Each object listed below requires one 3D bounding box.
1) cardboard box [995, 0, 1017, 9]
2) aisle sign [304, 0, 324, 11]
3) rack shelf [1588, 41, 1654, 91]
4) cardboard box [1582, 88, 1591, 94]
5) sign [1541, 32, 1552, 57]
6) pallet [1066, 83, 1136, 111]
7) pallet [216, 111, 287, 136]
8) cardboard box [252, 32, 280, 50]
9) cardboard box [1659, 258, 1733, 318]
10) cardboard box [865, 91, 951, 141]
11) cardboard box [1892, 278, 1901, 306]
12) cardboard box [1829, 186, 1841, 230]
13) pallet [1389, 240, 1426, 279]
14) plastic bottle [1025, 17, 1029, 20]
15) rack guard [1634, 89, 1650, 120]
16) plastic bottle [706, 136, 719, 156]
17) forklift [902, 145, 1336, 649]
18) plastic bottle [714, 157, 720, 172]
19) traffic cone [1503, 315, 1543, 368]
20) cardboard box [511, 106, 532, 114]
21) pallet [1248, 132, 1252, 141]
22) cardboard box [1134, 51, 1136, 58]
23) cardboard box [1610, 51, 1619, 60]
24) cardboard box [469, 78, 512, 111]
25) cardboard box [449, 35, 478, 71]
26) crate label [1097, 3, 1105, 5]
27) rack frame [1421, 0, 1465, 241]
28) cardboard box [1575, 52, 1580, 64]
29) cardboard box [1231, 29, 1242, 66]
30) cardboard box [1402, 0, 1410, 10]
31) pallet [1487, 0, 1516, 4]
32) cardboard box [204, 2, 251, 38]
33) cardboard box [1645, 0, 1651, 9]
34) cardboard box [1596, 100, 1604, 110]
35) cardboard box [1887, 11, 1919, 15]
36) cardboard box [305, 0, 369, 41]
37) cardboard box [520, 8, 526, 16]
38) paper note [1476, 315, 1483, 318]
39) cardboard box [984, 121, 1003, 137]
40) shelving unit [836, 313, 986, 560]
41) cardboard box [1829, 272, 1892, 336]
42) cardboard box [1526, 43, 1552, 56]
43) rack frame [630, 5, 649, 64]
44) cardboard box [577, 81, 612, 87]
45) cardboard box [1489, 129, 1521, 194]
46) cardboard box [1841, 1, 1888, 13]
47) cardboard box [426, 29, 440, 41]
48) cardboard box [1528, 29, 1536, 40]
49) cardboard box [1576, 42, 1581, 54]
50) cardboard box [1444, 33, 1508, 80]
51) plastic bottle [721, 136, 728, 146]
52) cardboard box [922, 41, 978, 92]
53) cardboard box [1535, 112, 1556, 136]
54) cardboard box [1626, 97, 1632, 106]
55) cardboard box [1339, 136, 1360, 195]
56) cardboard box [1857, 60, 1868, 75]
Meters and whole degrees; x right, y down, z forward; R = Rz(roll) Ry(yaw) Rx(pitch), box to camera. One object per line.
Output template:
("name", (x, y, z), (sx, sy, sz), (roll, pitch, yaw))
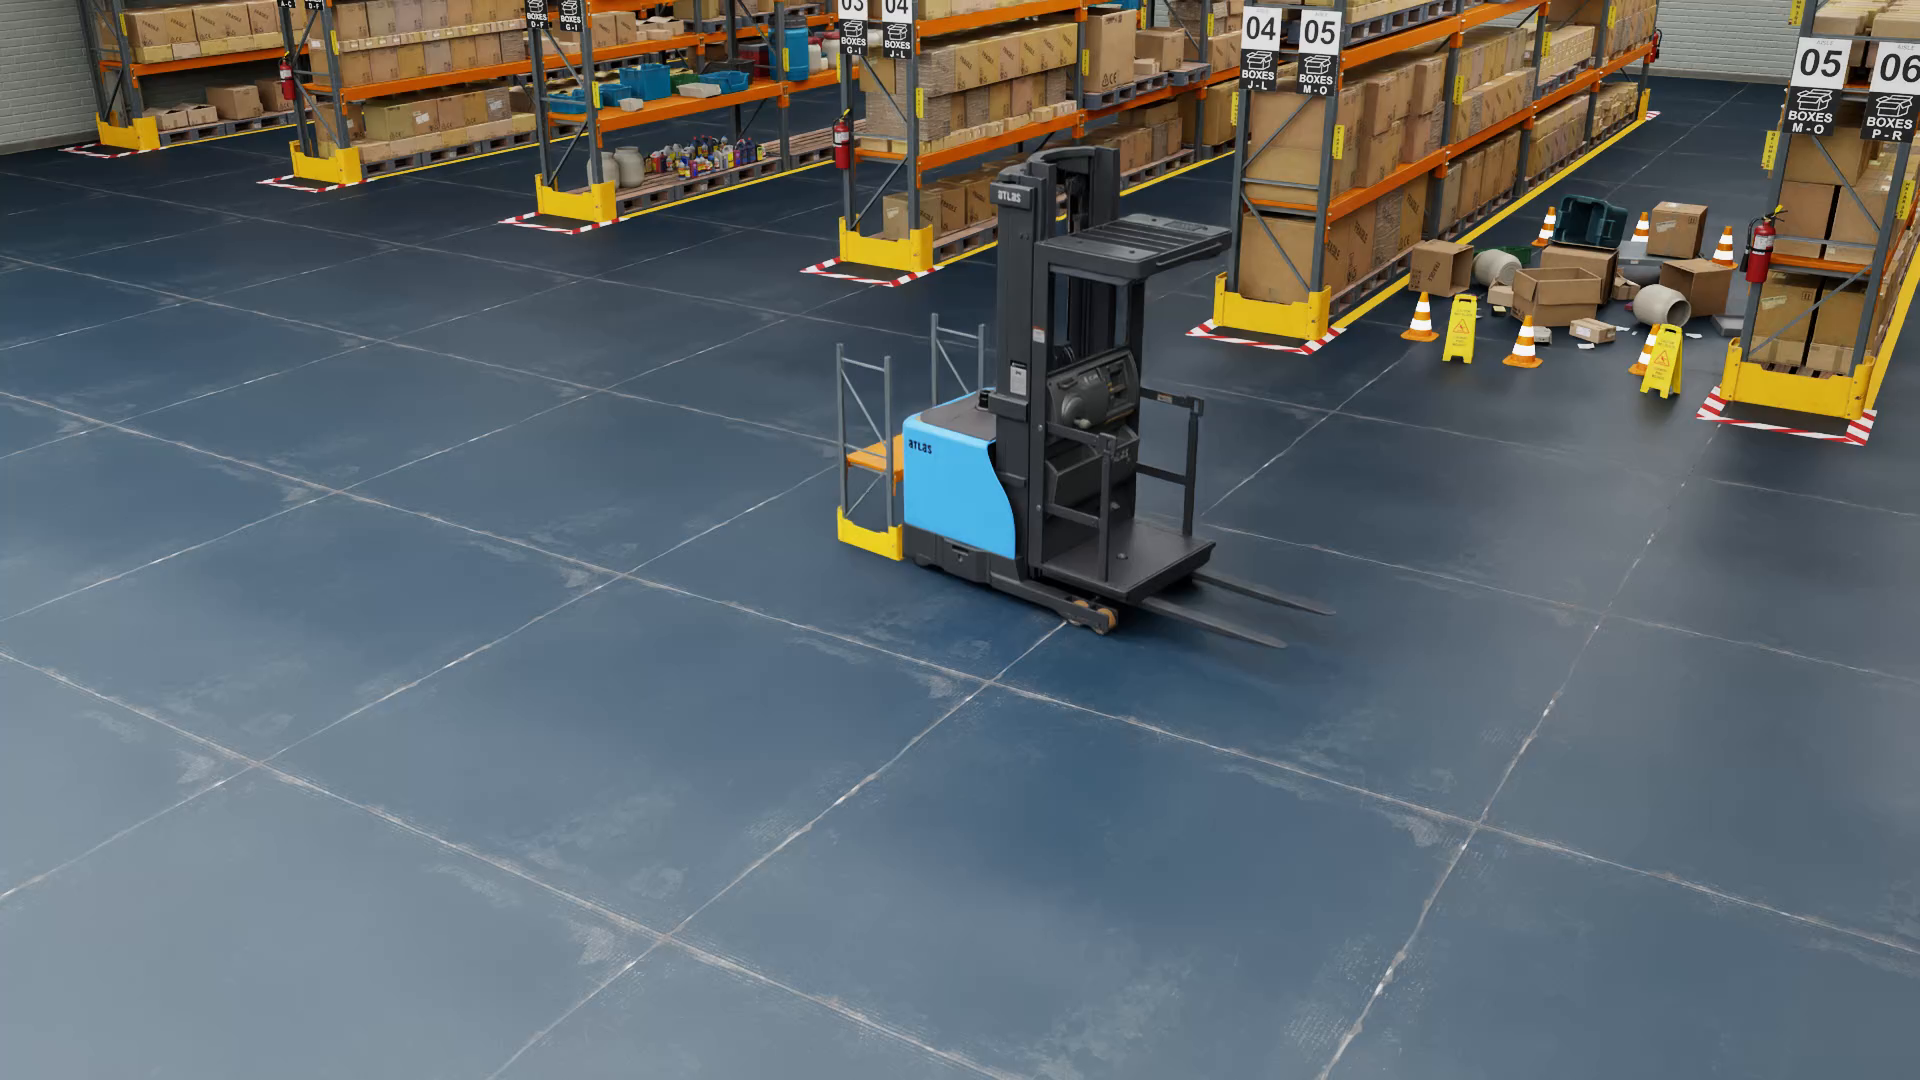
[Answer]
("cardboard box", (0.353, -6.594, 20.120), (0.500, 0.250, 0.500), (15, 27, 30))
("aisle sign", (-9.111, -7.844, 23.321), (0.394, 0.787, 0.004), (14, 27, 29))
("rack shelf", (10.623, -7.981, 27.816), (1.077, 0.370, 4.000), (14, 27, 29))
("cardboard box", (10.613, -7.669, 28.501), (0.380, 0.149, 0.250), (15, 28, 31))
("sign", (7.931, -6.703, 22.499), (0.100, 0.325, 0.005), (14, 27, 29))
("pallet", (1.714, -6.149, 22.920), (1.003, 0.211, 1.213), (14, 27, 29))
("pallet", (-12.404, -7.197, 28.609), (1.003, 0.211, 1.213), (14, 27, 29))
("cardboard box", (-11.951, -8.501, 28.276), (0.500, 0.250, 0.500), (14, 27, 29))
("cardboard box", (7.885, -2.711, 17.879), (0.500, 0.500, 0.500), (-7, 24, -17))
("cardboard box", (-0.609, -5.022, 19.575), (0.875, 0.500, 0.500), (14, 27, 29))
("cardboard box", (9.523, -2.608, 17.431), (0.500, 0.250, 0.500), (15, 28, 31))
("cardboard box", (7.817, -3.174, 15.307), (0.500, 0.500, 0.500), (14, 27, 29))
("pallet", (4.880, -3.416, 19.876), (1.003, 0.211, 1.213), (14, 27, 29))
("plastic bottle", (1.266, -9.490, 30.552), (0.152, 0.276, 0.135), (14, 27, 29))
("rack guard", (11.638, -7.814, 29.670), (1.175, 0.500, 0.348), (14, 27, 29))
("plastic bottle", (-3.676, -5.818, 24.695), (0.144, 0.351, 0.185), (14, 27, 29))
("forklift", (1.039, -0.969, 10.798), (3.031, 2.935, 1.130), (19, 30, 36))
("plastic bottle", (-3.515, -5.414, 23.950), (0.097, 0.201, 0.097), (0, 23, 0))
("traffic cone", (5.505, -1.952, 16.177), (0.336, 0.463, 0.334), (14, 27, 29))
("cardboard box", (-7.254, -7.219, 28.082), (0.500, 0.250, 0.500), (14, 27, 28))
("pallet", (4.422, -6.741, 27.555), (1.003, 0.211, 1.213), (14, 27, 29))
("cardboard box", (2.023, -6.854, 23.649), (0.797, 0.503, 0.637), (17, 29, 34))
("cardboard box", (10.502, -7.914, 27.071), (0.380, 0.149, 0.250), (14, 27, 30))
("cardboard box", (-7.737, -7.271, 27.259), (0.500, 0.500, 0.500), (14, 27, 29))
("cardboard box", (-7.996, -7.634, 25.983), (0.700, 0.500, 0.500), (14, 27, 30))
("crate label", (2.900, -11.034, 34.098), (0.416, 0.233, 0.303), (14, 27, 29))
("rack frame", (5.348, -4.936, 19.877), (1.000, 3.000, 0.127), (14, 27, 29))
("cardboard box", (9.124, -7.282, 25.084), (0.380, 0.149, 0.250), (12, 26, 26))
("cardboard box", (4.322, -7.861, 26.507), (0.500, 0.500, 0.500), (13, 27, 28))
("cardboard box", (4.491, -5.647, 17.404), (0.380, 0.149, 0.250), (14, 27, 29))
("pallet", (6.576, -6.970, 21.036), (1.003, 0.211, 1.213), (15, 28, 31))
("cardboard box", (-12.231, -8.671, 27.724), (0.500, 0.500, 0.500), (15, 27, 31))
("cardboard box", (11.380, -9.250, 28.083), (0.500, 0.500, 0.500), (13, 27, 27))
("cardboard box", (10.331, -7.136, 27.269), (0.380, 0.149, 0.250), (13, 27, 28))
("cardboard box", (8.161, -4.447, 14.284), (0.380, 0.149, 0.250), (14, 27, 29))
("cardboard box", (-9.051, -7.551, 24.158), (0.700, 0.500, 0.500), (14, 27, 29))
("cardboard box", (-8.816, -10.514, 33.052), (0.380, 0.149, 0.250), (14, 27, 30))
("paper note", (5.486, -2.382, 17.717), (0.142, 0.017, 0.144), (-17, 29, -35))
("cardboard box", (0.304, -5.077, 20.518), (0.380, 0.149, 0.250), (14, 27, 29))
("shelving unit", (-0.333, -0.781, 12.167), (0.587, 1.500, 1.083), (19, 30, 36))
("cardboard box", (8.441, -2.258, 15.679), (0.500, 0.500, 0.500), (13, 26, 27))
("cardboard box", (8.139, -6.925, 23.510), (0.380, 0.149, 0.250), (14, 27, 29))
("rack frame", (-7.217, -11.824, 35.787), (1.000, 3.000, 0.127), (14, 27, 29))
("cardboard box", (-6.256, -7.705, 28.500), (0.500, 0.311, 0.500), (13, 27, 27))
("cardboard box", (7.060, -5.260, 22.928), (1.050, 0.750, 0.750), (13, 27, 28))
("cardboard box", (8.185, -4.794, 15.085), (0.380, 0.149, 0.250), (13, 27, 27))
("cardboard box", (-8.135, -7.687, 25.288), (0.380, 0.149, 0.250), (14, 27, 29))
("cardboard box", (8.556, -7.685, 25.266), (0.380, 0.149, 0.250), (13, 27, 28))
("cardboard box", (9.114, -7.409, 25.002), (0.380, 0.149, 0.250), (13, 27, 27))
("cardboard box", (6.678, -6.297, 21.636), (0.700, 0.500, 0.500), (13, 27, 28))
("plastic bottle", (-3.561, -5.982, 25.173), (0.097, 0.271, 0.097), (0, 23, 0))
("cardboard box", (-0.131, -5.597, 19.644), (0.500, 0.500, 0.500), (14, 27, 29))
("cardboard box", (8.295, -6.029, 24.076), (0.500, 0.250, 0.500), (13, 27, 28))
("cardboard box", (11.369, -7.594, 28.701), (0.380, 0.149, 0.250), (13, 26, 27))
("cardboard box", (3.667, -3.980, 17.479), (0.875, 0.550, 0.550), (14, 27, 29))
("cardboard box", (7.910, -4.268, 14.874), (0.380, 0.149, 0.250), (14, 27, 29))
